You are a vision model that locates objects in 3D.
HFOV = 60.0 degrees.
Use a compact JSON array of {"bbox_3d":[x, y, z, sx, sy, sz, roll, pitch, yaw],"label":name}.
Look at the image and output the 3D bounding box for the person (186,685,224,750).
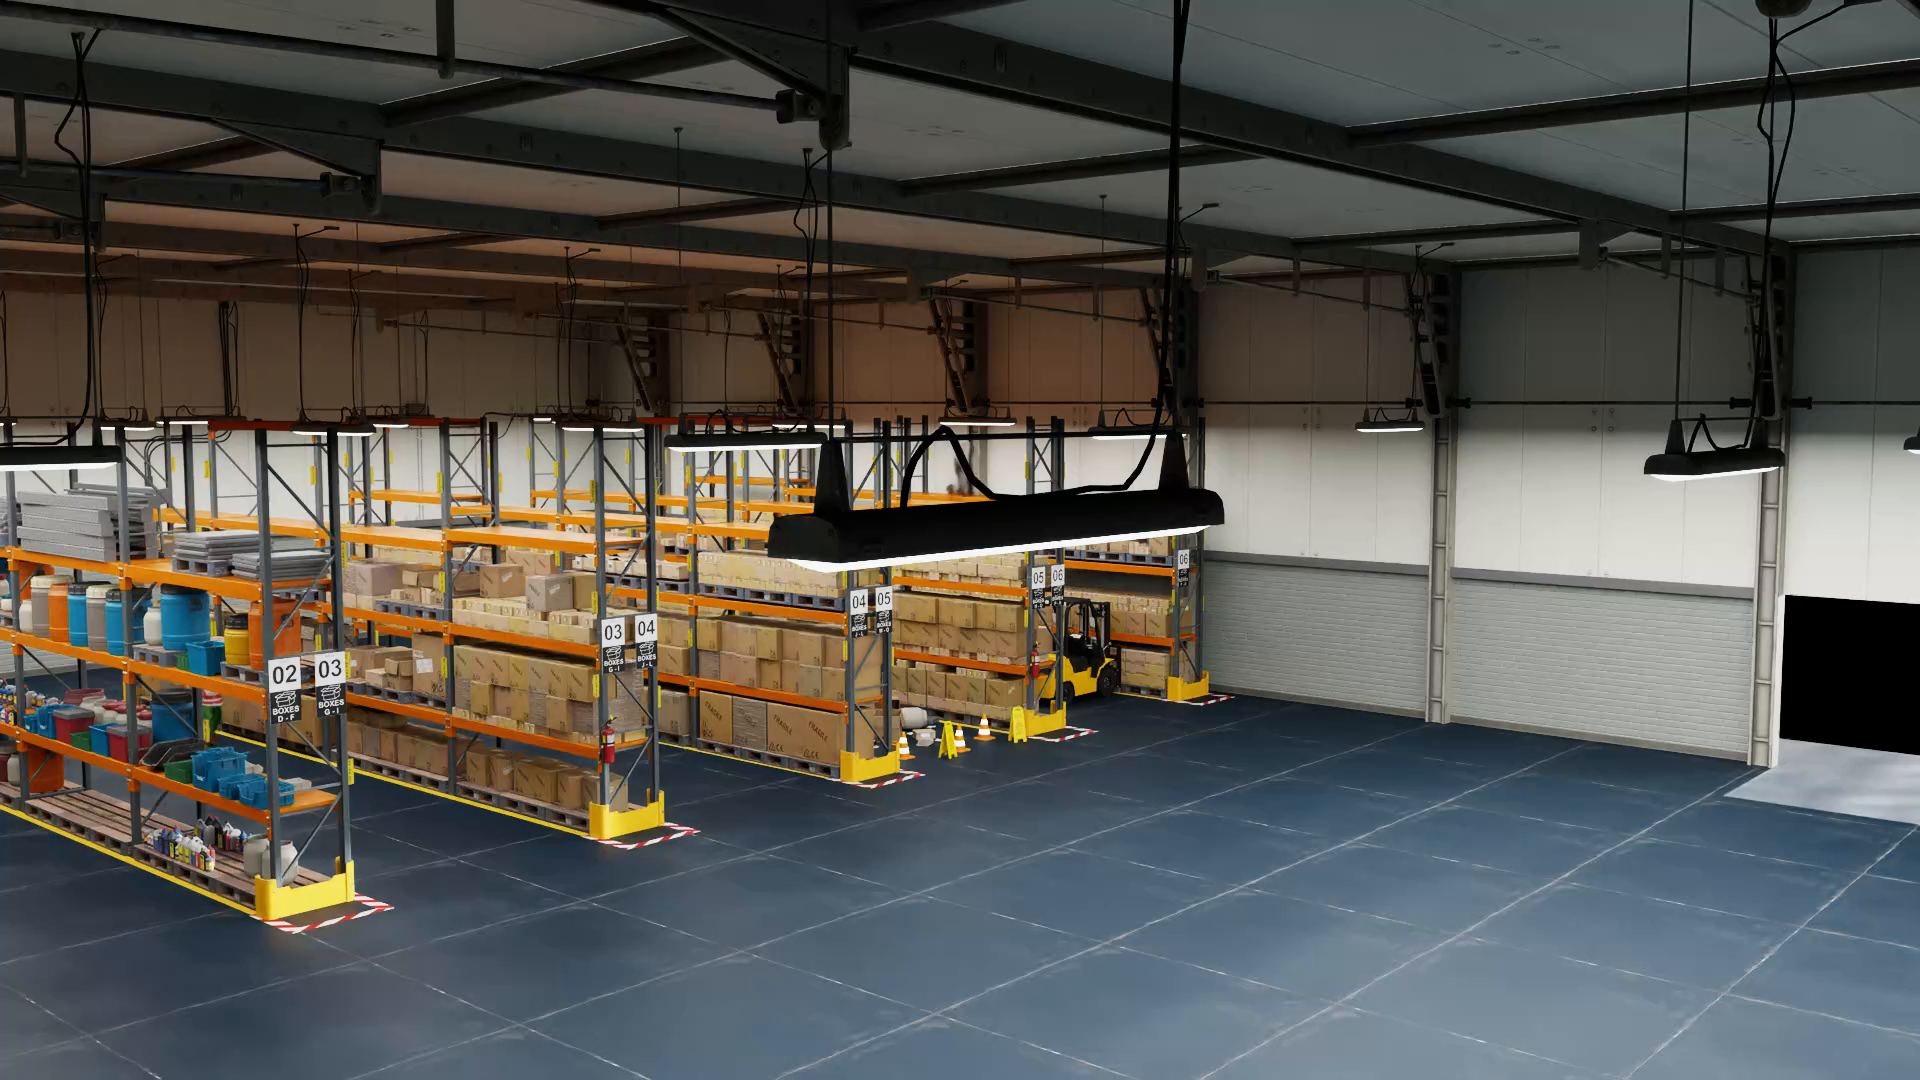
[{"bbox_3d":[-13.316,2.965,29.556,0.983,1.805,0.652,4,7,43],"label":"person"}]
